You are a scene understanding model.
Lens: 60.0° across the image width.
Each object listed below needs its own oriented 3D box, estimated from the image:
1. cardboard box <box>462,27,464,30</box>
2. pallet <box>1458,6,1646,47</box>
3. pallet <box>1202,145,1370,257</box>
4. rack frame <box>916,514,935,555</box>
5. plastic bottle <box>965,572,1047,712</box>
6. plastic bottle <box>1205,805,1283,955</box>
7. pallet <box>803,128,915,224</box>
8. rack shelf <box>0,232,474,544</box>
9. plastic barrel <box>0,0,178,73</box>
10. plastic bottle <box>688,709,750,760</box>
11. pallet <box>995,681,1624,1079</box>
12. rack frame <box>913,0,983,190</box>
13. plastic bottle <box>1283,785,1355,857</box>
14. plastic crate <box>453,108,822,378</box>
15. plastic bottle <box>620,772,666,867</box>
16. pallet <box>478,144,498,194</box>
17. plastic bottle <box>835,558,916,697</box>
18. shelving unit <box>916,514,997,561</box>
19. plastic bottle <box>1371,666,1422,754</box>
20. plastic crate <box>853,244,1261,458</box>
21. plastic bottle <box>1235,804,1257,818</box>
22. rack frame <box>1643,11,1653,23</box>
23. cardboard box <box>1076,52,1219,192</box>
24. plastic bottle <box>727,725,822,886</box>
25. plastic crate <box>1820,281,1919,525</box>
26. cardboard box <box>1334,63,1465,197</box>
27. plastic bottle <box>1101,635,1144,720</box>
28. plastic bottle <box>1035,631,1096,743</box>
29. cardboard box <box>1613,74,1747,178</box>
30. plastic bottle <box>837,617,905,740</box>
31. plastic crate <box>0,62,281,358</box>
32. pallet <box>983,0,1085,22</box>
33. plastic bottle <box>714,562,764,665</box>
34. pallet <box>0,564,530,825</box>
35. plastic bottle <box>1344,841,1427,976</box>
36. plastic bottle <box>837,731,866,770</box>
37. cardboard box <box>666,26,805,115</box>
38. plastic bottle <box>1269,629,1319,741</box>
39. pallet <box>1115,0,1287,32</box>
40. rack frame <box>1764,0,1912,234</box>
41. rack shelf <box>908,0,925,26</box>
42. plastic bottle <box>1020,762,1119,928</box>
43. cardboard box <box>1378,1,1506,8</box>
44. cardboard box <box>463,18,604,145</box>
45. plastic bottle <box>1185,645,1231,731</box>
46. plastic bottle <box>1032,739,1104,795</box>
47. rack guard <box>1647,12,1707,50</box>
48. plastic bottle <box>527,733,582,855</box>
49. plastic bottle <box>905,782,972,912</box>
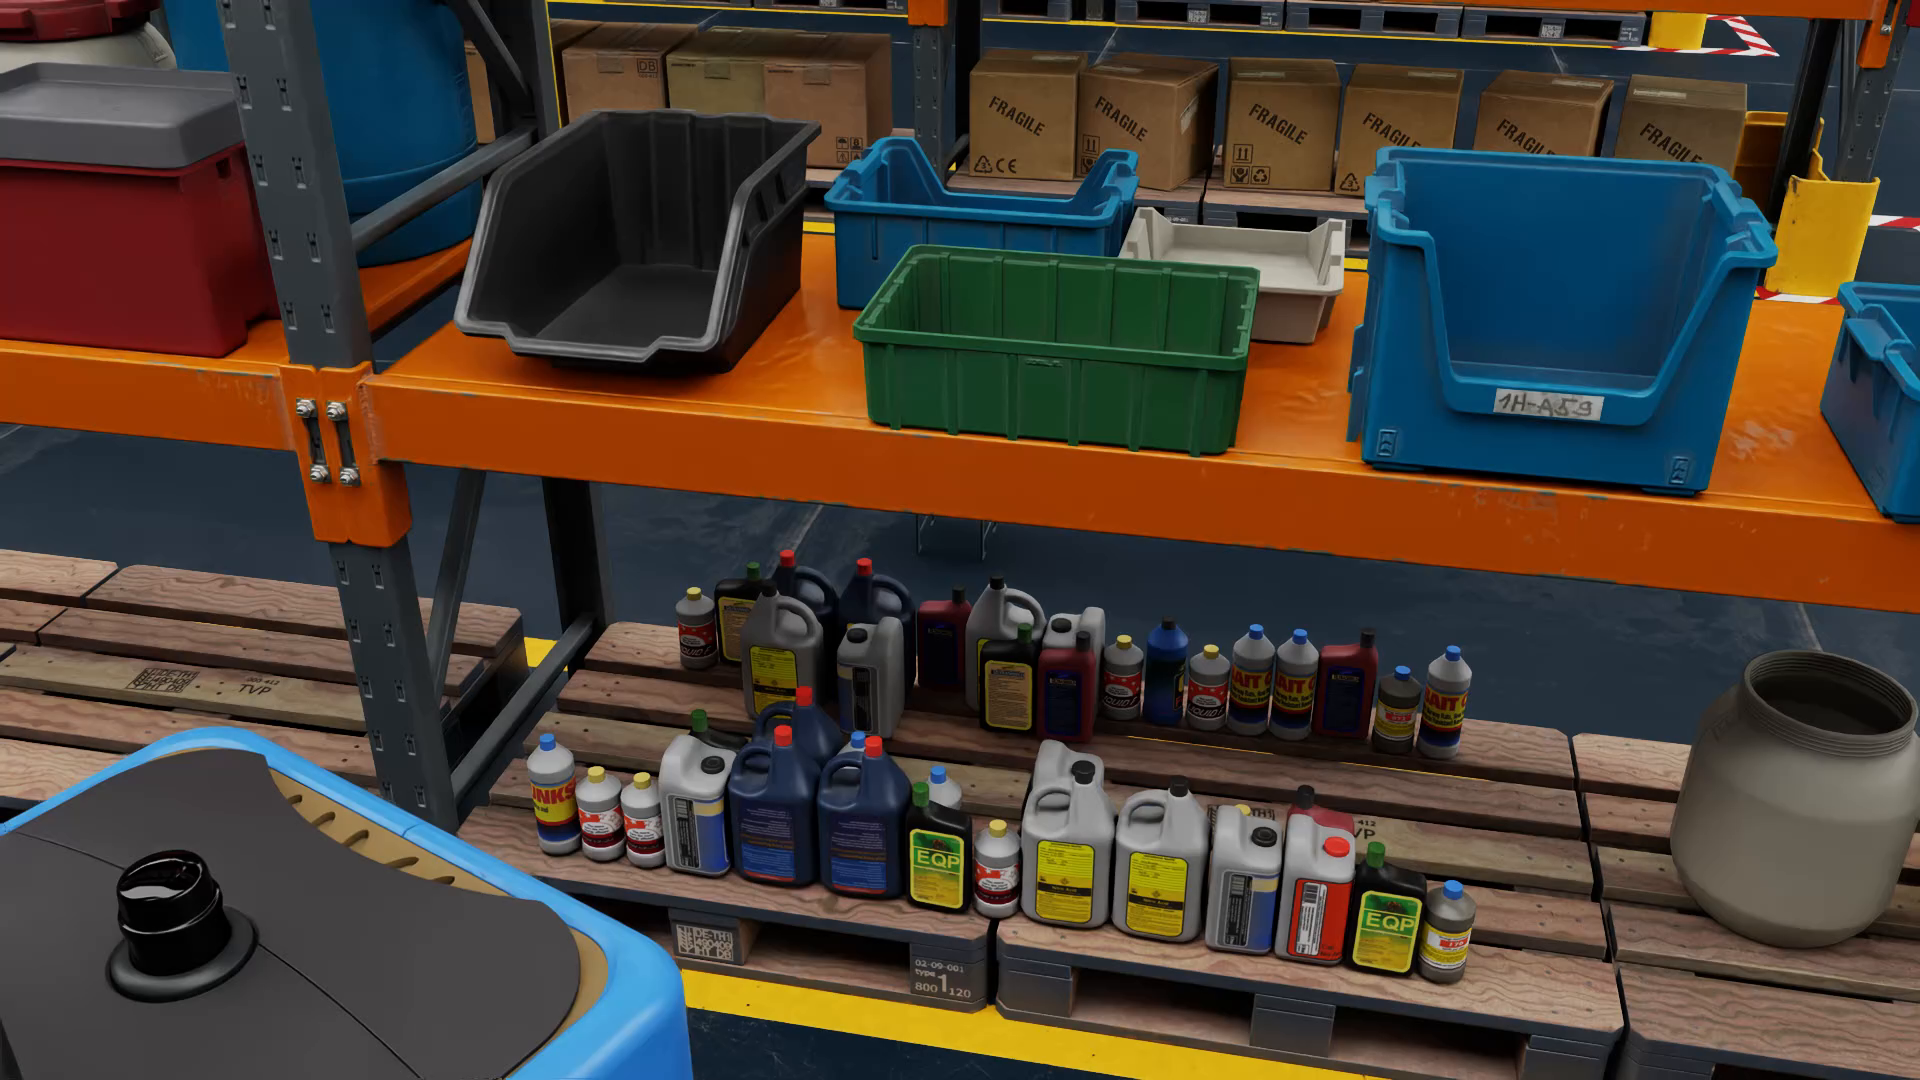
[{"bbox_3d":[-2.778,-2.761,8.534,0.500,0.250,0.500,9,30,16],"label":"cardboard box"},{"bbox_3d":[4.199,-3.774,11.925,1.213,0.211,1.003,6,29,11],"label":"pallet"},{"bbox_3d":[1.812,-1.641,8.027,1.213,0.211,1.003,6,29,11],"label":"pallet"},{"bbox_3d":[-0.107,-0.406,5.054,0.006,0.900,0.240,6,29,11],"label":"rack frame"},{"bbox_3d":[0.110,0.240,3.989,0.185,0.351,0.144,6,29,10],"label":"plastic bottle"},{"bbox_3d":[0.565,0.663,3.294,0.135,0.276,0.152,5,29,9],"label":"plastic bottle"},{"bbox_3d":[-0.810,-1.890,8.483,1.213,0.211,1.003,6,29,11],"label":"pallet"},{"bbox_3d":[-3.039,-0.595,3.962,4.000,0.370,1.077,6,29,11],"label":"rack shelf"},{"bbox_3d":[-1.973,-0.969,3.754,0.433,0.535,0.433,0,29,0],"label":"plastic barrel"},{"bbox_3d":[-0.519,0.496,3.591,0.133,0.283,0.061,6,29,11],"label":"plastic bottle"},{"bbox_3d":[0.762,0.721,3.713,1.213,0.211,1.003,6,29,11],"label":"pallet"},{"bbox_3d":[-0.049,-3.036,7.672,0.127,3.000,1.000,6,29,11],"label":"rack frame"},{"bbox_3d":[0.722,0.623,3.359,0.133,0.283,0.061,6,29,11],"label":"plastic bottle"},{"bbox_3d":[-0.598,-0.571,3.233,0.504,0.338,0.767,6,29,11],"label":"plastic crate"},{"bbox_3d":[-0.664,0.583,3.518,0.097,0.201,0.097,0,29,0],"label":"plastic bottle"},{"bbox_3d":[-2.007,-2.012,8.705,1.213,0.211,1.003,6,29,11],"label":"pallet"},{"bbox_3d":[-0.205,0.207,4.048,0.185,0.351,0.144,4,29,8],"label":"plastic bottle"},{"bbox_3d":[-0.008,-0.396,5.035,0.210,0.900,0.258,6,29,11],"label":"shelving unit"},{"bbox_3d":[1.019,0.387,3.875,0.097,0.201,0.097,0,29,0],"label":"plastic bottle"},{"bbox_3d":[0.186,-0.348,2.983,0.662,0.188,0.450,6,29,11],"label":"plastic crate"},{"bbox_3d":[0.573,0.635,3.423,0.097,0.201,0.097,0,29,0],"label":"plastic bottle"},{"bbox_3d":[4.998,-4.954,11.176,0.127,3.000,1.000,6,29,11],"label":"rack frame"},{"bbox_3d":[0.896,-2.011,7.965,0.500,0.500,0.500,16,32,26],"label":"cardboard box"},{"bbox_3d":[-0.380,0.535,3.450,0.185,0.351,0.144,7,29,12],"label":"plastic bottle"},{"bbox_3d":[1.643,-0.221,2.685,0.408,0.251,0.499,6,29,11],"label":"plastic crate"},{"bbox_3d":[2.056,-1.909,7.778,0.500,0.500,0.500,9,30,15],"label":"cardboard box"},{"bbox_3d":[0.390,0.322,3.993,0.097,0.201,0.097,0,29,0],"label":"plastic bottle"},{"bbox_3d":[0.247,0.338,3.880,0.133,0.283,0.061,6,29,11],"label":"plastic bottle"},{"bbox_3d":[3.256,-1.793,7.567,0.500,0.500,0.500,11,31,20],"label":"cardboard box"},{"bbox_3d":[-0.212,0.312,3.934,0.135,0.276,0.152,6,29,11],"label":"plastic bottle"},{"bbox_3d":[-1.621,-0.643,3.234,0.583,0.464,0.402,6,29,11],"label":"plastic crate"},{"bbox_3d":[0.316,-4.174,12.655,1.213,0.211,1.003,6,29,11],"label":"pallet"},{"bbox_3d":[-0.544,0.182,4.165,0.133,0.283,0.061,7,30,13],"label":"plastic bottle"},{"bbox_3d":[-1.859,0.453,4.203,1.213,0.211,1.003,6,29,11],"label":"pallet"},{"bbox_3d":[0.823,0.708,3.203,0.133,0.283,0.061,7,29,12],"label":"plastic bottle"},{"bbox_3d":[-0.213,0.527,3.546,0.097,0.271,0.097,0,29,0],"label":"plastic bottle"},{"bbox_3d":[-1.107,-2.261,8.401,0.500,0.500,0.700,6,29,10],"label":"cardboard box"},{"bbox_3d":[0.786,0.332,3.902,0.097,0.271,0.097,0,29,0],"label":"plastic bottle"},{"bbox_3d":[1.813,-4.019,12.371,1.213,0.211,1.003,6,29,11],"label":"pallet"},{"bbox_3d":[3.863,-2.635,6.939,0.127,3.000,1.000,6,29,11],"label":"rack frame"},{"bbox_3d":[-2.005,-2.921,8.211,4.000,0.370,1.077,6,29,11],"label":"rack shelf"},{"bbox_3d":[0.220,0.596,3.337,0.185,0.351,0.144,6,29,10],"label":"plastic bottle"},{"bbox_3d":[3.460,-4.331,11.812,0.875,0.875,0.875,5,29,10],"label":"cardboard box"},{"bbox_3d":[-2.200,-2.373,8.605,0.500,0.500,0.700,8,30,15],"label":"cardboard box"},{"bbox_3d":[0.591,0.343,3.956,0.097,0.201,0.097,0,29,0],"label":"plastic bottle"},{"bbox_3d":[0.226,0.557,3.487,0.135,0.276,0.152,6,29,11],"label":"plastic bottle"},{"bbox_3d":[5.021,-3.855,11.771,0.348,0.500,1.175,6,29,11],"label":"rack guard"},{"bbox_3d":[-0.863,0.532,3.538,0.097,0.271,0.097,0,29,0],"label":"plastic bottle"},{"bbox_3d":[-0.043,0.619,3.366,0.133,0.283,0.061,7,30,13],"label":"plastic bottle"}]
